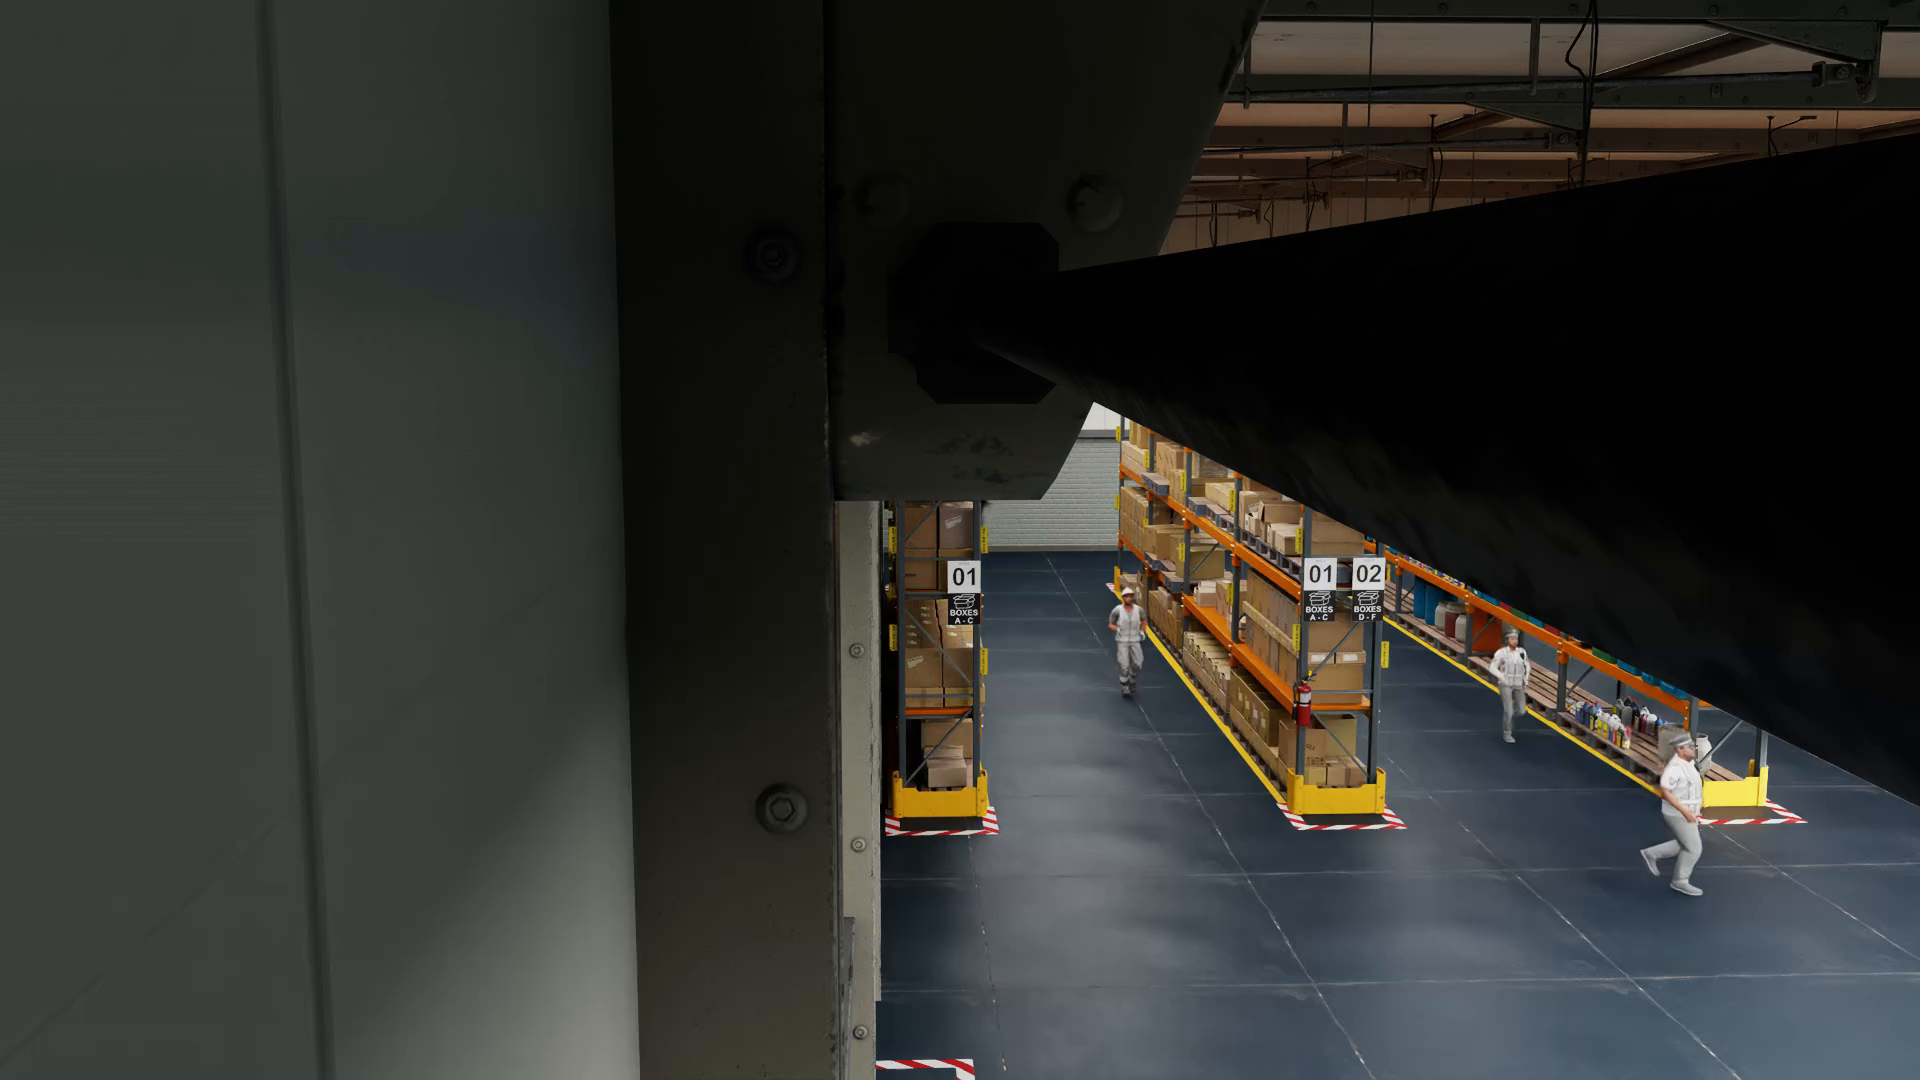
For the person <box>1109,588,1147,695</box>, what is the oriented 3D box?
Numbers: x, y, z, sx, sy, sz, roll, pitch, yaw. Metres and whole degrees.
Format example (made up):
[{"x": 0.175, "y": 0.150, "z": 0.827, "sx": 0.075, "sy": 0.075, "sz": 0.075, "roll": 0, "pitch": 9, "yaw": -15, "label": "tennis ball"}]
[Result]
[{"x": 2.699, "y": 1.641, "z": 26.564, "sx": 0.624, "sy": 1.741, "sz": 0.575, "roll": -1, "pitch": 8, "yaw": -5, "label": "person"}]

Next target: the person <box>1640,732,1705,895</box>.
[{"x": 7.700, "y": 2.914, "z": 17.903, "sx": 0.658, "sy": 1.768, "sz": 0.644, "roll": 5, "pitch": 10, "yaw": 31, "label": "person"}]

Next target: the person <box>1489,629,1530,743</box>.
[{"x": 7.931, "y": 2.082, "z": 23.929, "sx": 0.612, "sy": 1.648, "sz": 0.571, "roll": 0, "pitch": 8, "yaw": -2, "label": "person"}]
